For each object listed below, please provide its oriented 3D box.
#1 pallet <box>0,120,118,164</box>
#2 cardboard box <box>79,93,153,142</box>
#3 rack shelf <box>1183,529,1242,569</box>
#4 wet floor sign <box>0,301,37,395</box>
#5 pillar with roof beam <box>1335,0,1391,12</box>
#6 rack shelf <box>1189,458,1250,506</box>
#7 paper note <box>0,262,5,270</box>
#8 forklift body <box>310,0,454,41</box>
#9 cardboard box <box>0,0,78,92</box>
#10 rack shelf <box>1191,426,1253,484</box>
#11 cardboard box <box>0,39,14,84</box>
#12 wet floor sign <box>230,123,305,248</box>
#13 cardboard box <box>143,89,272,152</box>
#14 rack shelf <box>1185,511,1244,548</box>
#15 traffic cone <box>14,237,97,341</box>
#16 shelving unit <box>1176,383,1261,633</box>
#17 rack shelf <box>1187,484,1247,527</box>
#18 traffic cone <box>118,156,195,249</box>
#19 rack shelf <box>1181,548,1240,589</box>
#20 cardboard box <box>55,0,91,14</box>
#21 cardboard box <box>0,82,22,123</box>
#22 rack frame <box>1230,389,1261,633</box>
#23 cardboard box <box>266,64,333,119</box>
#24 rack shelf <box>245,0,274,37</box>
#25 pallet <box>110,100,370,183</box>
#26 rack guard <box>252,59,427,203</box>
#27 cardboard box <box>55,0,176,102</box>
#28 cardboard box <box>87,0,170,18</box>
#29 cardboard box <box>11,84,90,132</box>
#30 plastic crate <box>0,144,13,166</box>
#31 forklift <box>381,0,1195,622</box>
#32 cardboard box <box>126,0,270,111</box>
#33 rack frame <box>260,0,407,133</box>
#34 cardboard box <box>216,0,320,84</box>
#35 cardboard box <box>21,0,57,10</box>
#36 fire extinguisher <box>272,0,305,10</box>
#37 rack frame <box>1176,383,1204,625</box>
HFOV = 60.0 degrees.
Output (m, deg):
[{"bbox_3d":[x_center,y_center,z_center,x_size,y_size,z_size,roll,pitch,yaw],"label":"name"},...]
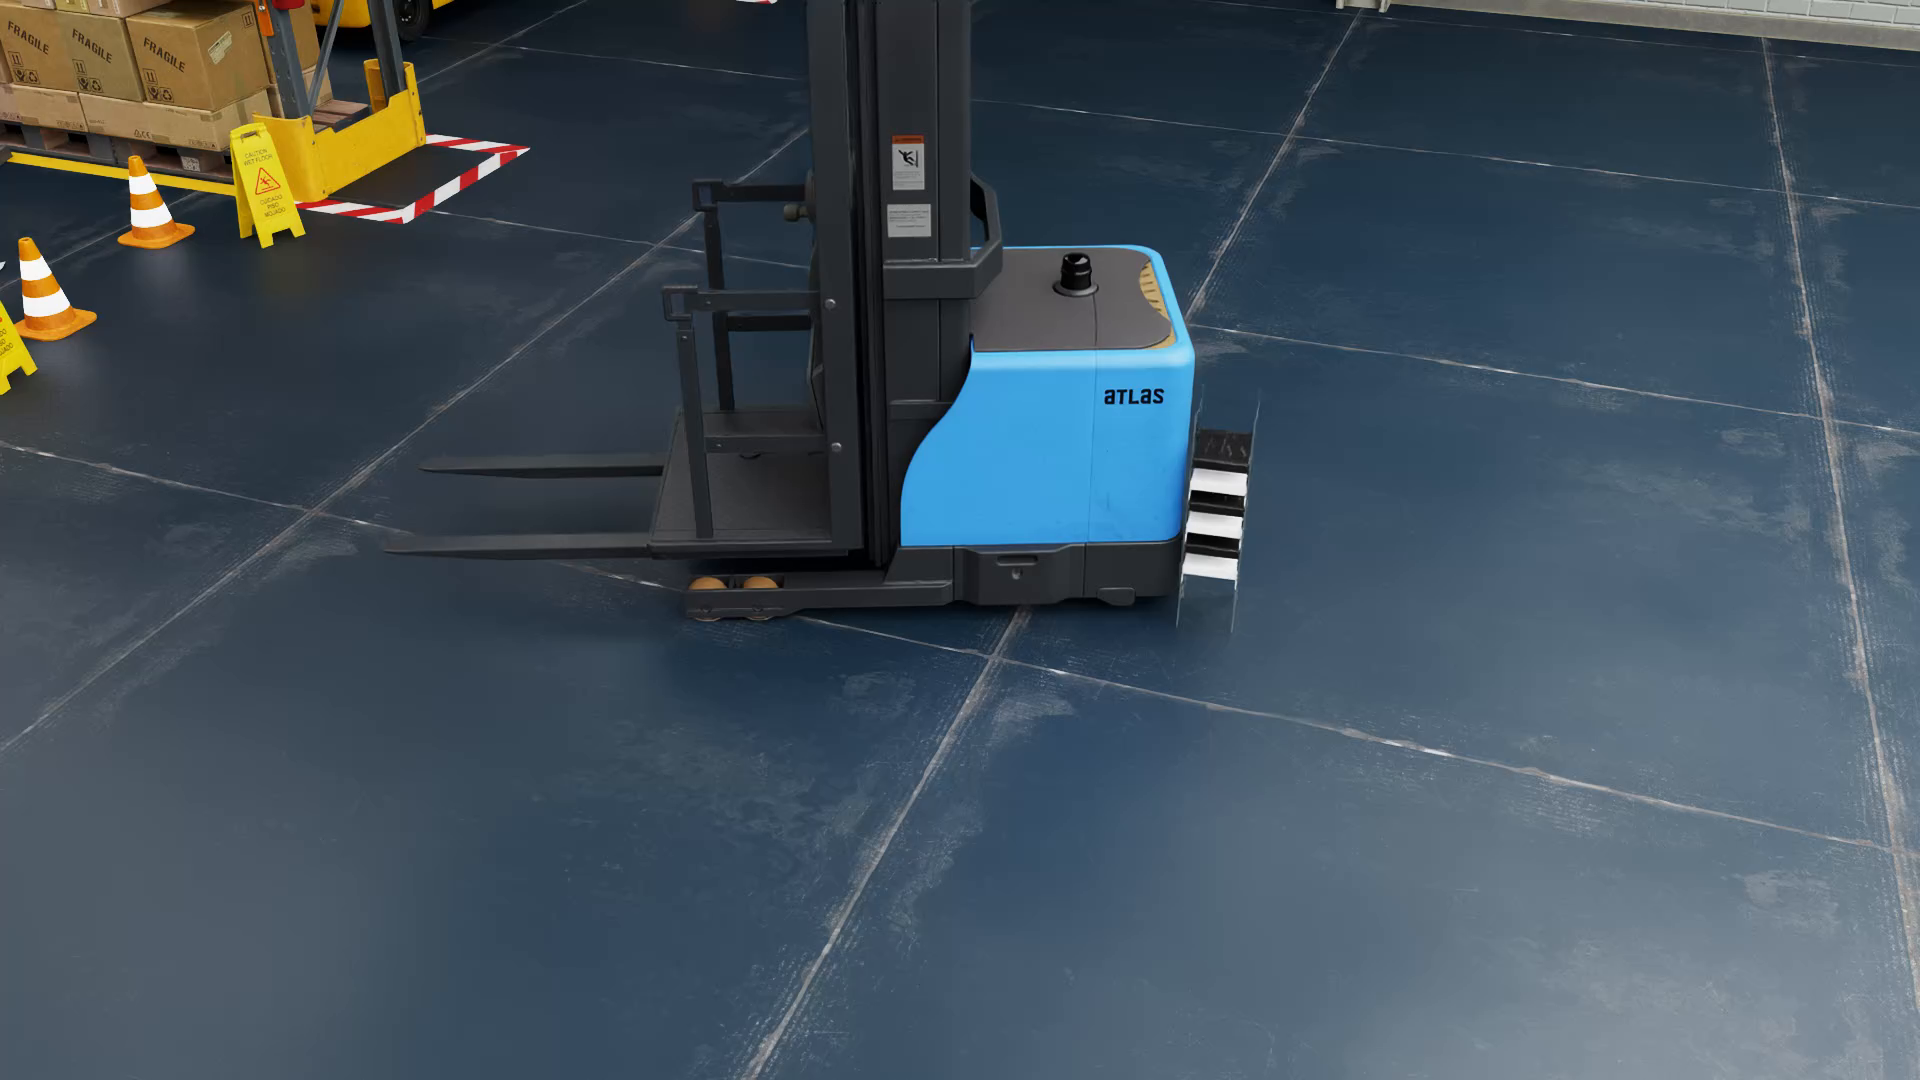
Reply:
[{"bbox_3d":[-5.676,-2.795,10.884,1.213,0.211,1.003,11,34,16],"label":"pallet"},{"bbox_3d":[-5.044,-2.692,10.302,0.500,0.250,0.500,11,34,17],"label":"cardboard box"},{"bbox_3d":[0.943,-0.005,6.155,0.200,0.077,0.258,7,34,11],"label":"rack shelf"},{"bbox_3d":[-4.587,-1.032,7.753,0.232,0.644,0.267,5,33,8],"label":"wet floor sign"},{"bbox_3d":[1.809,-5.908,7.605,0.400,9.000,9.100,11,34,16],"label":"pillar with roof beam"},{"bbox_3d":[0.943,-0.231,6.008,0.200,0.077,0.258,7,34,11],"label":"rack shelf"},{"bbox_3d":[-5.268,-1.471,9.000,0.142,0.019,0.148,0,33,0],"label":"paper note"},{"bbox_3d":[-4.436,-5.155,12.752,1.214,2.155,2.313,11,34,16],"label":"forklift body"},{"bbox_3d":[-5.514,-3.101,10.244,0.500,0.500,0.500,10,34,15],"label":"cardboard box"},{"bbox_3d":[0.944,-0.307,5.959,0.200,0.077,0.258,7,34,11],"label":"rack shelf"},{"bbox_3d":[-6.013,-3.196,10.391,0.500,0.500,0.500,13,35,19],"label":"cardboard box"},{"bbox_3d":[-3.889,-1.991,9.239,0.232,0.644,0.267,24,40,32],"label":"wet floor sign"},{"bbox_3d":[-4.581,-2.598,10.156,0.500,0.250,0.500,11,34,16],"label":"cardboard box"},{"bbox_3d":[0.943,-0.080,6.106,0.200,0.077,0.258,7,34,11],"label":"rack shelf"},{"bbox_3d":[-4.601,-1.287,8.316,0.334,0.463,0.336,11,34,16],"label":"traffic cone"},{"bbox_3d":[0.943,-0.108,6.088,0.210,0.900,0.258,7,34,11],"label":"shelving unit"},{"bbox_3d":[0.943,-0.156,6.057,0.200,0.077,0.258,7,34,11],"label":"rack shelf"},{"bbox_3d":[-4.547,-1.916,9.290,0.334,0.463,0.336,11,34,16],"label":"traffic cone"},{"bbox_3d":[0.943,0.071,6.204,0.200,0.077,0.258,7,34,11],"label":"rack shelf"},{"bbox_3d":[-5.153,-3.264,9.899,0.250,0.149,0.380,12,35,17],"label":"cardboard box"},{"bbox_3d":[-6.002,-2.881,10.595,0.500,0.250,0.500,11,34,16],"label":"cardboard box"},{"bbox_3d":[1.042,-0.095,6.069,0.006,0.900,0.240,7,34,11],"label":"rack frame"},{"bbox_3d":[-4.373,-2.871,10.580,0.500,0.250,0.500,11,34,16],"label":"cardboard box"},{"bbox_3d":[-5.590,-3.625,10.263,4.000,0.370,1.077,11,34,16],"label":"rack shelf"},{"bbox_3d":[-4.531,-2.571,10.537,1.213,0.211,1.003,11,34,16],"label":"pallet"},{"bbox_3d":[-3.779,-2.525,10.200,0.348,0.500,1.175,11,34,16],"label":"rack guard"},{"bbox_3d":[-5.042,-3.005,10.095,0.500,0.500,0.500,12,35,18],"label":"cardboard box"},{"bbox_3d":[-4.917,-3.217,9.825,0.250,0.149,0.380,12,35,18],"label":"cardboard box"},{"bbox_3d":[-5.538,-2.785,10.446,0.500,0.250,0.500,10,34,15],"label":"cardboard box"},{"bbox_3d":[-6.271,-2.361,10.333,0.583,0.080,0.402,0,33,0],"label":"plastic crate"},{"bbox_3d":[-0.688,-1.215,5.930,3.031,2.935,1.130,-1,33,-2],"label":"forklift"},{"bbox_3d":[-4.549,-2.911,9.950,0.500,0.500,0.500,11,35,17],"label":"cardboard box"},{"bbox_3d":[-3.707,-3.561,9.501,0.127,3.000,1.000,11,34,16],"label":"rack frame"},{"bbox_3d":[-4.396,-3.191,10.383,0.500,0.500,0.500,10,34,15],"label":"cardboard box"},{"bbox_3d":[-5.400,-3.313,9.975,0.250,0.149,0.380,12,35,19],"label":"cardboard box"},{"bbox_3d":[-3.755,-3.273,9.125,0.183,0.674,0.296,11,34,16],"label":"fire extinguisher"},{"bbox_3d":[0.844,-0.121,6.107,0.006,0.900,0.240,7,34,11],"label":"rack frame"}]
